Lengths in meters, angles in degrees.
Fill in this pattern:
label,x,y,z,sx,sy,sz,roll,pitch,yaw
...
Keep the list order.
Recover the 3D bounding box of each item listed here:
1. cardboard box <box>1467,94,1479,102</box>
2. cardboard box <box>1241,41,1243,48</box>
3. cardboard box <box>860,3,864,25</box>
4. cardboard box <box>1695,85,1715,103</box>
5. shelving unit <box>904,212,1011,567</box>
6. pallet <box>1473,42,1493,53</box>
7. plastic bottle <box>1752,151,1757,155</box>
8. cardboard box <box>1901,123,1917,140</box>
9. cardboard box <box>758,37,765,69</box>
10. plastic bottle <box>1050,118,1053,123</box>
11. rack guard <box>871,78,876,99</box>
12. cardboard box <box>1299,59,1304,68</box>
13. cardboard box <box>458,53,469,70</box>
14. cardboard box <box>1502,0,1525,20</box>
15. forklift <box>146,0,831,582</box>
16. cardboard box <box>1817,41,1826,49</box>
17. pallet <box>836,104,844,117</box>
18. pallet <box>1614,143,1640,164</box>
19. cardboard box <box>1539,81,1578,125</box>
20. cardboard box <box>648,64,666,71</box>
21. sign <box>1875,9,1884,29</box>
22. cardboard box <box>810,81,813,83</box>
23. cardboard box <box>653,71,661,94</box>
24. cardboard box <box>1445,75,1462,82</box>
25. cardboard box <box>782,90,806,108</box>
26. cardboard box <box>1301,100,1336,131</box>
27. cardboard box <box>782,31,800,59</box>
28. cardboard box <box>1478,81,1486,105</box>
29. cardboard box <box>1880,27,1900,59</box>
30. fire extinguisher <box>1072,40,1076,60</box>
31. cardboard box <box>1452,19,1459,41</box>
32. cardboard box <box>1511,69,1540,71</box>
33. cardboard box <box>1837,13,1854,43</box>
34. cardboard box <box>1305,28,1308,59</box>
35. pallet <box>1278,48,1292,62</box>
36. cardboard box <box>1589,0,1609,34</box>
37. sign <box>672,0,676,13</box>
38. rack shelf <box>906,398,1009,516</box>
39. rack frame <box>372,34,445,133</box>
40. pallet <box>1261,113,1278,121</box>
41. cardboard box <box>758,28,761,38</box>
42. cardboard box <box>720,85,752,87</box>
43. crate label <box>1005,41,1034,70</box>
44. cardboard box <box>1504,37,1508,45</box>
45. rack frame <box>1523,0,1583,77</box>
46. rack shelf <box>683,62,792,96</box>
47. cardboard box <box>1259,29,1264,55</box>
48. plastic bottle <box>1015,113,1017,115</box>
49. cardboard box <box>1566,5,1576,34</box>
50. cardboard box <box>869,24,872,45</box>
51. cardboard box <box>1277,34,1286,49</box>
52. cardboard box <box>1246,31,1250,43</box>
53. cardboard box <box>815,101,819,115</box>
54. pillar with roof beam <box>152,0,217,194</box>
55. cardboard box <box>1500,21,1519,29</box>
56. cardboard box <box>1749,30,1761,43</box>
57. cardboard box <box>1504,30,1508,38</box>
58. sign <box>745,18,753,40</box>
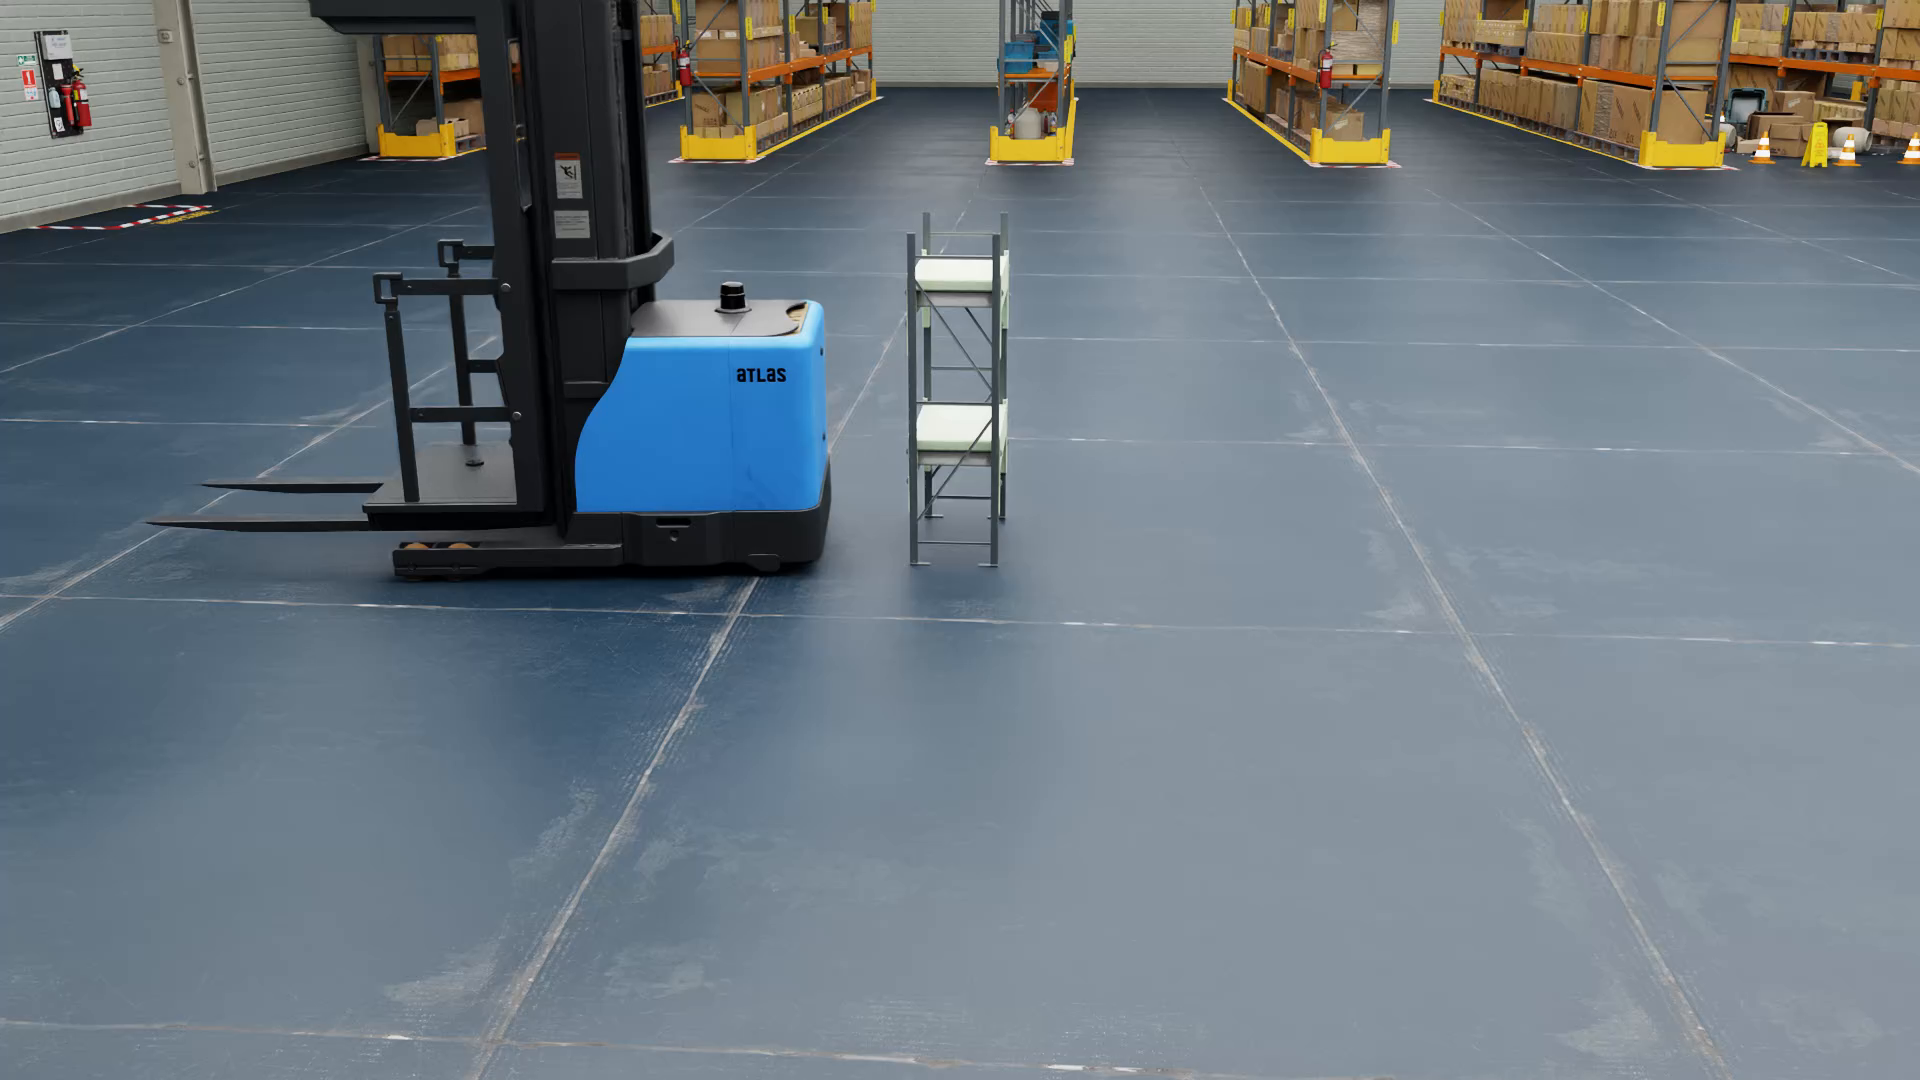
label,x,y,z,sx,sy,sz,roll,pitch,yaw
cardboard box,11.535,-9.853,37.079,0.380,0.149,0.250,2,18,5
cardboard box,6.713,-11.481,38.549,0.380,0.149,0.250,2,18,5
cardboard box,-2.550,-12.386,39.139,0.500,0.500,0.500,2,18,6
cardboard box,16.943,-9.974,36.985,0.875,0.438,0.875,1,18,3
shelving unit,0.000,-0.711,7.683,0.431,1.500,0.755,1,18,4
pallet,11.647,-10.553,35.621,1.003,0.211,1.213,1,18,4
plastic bottle,12.975,-6.283,27.000,0.133,0.061,0.283,-5,19,-15
cardboard box,15.844,-6.700,27.293,0.500,0.250,0.500,1,18,3
cardboard box,-3.680,-8.189,27.937,0.700,0.500,0.500,2,18,6
plastic bottle,1.572,-6.979,28.081,0.097,0.271,0.097,0,18,0
rack guard,-2.693,-11.274,41.526,1.175,0.500,0.348,1,18,4
cardboard box,5.929,-8.046,28.065,0.380,0.149,0.250,1,18,4
cardboard box,-8.401,-7.870,27.332,0.500,0.250,0.500,1,18,2
cardboard box,12.122,-11.677,36.499,0.500,0.500,0.500,2,18,5
forklift,-2.146,-1.376,7.415,3.031,2.935,1.130,0,18,-1
cardboard box,16.197,-9.208,30.936,0.380,0.149,0.250,2,18,7
pallet,-3.079,-9.284,35.919,1.003,0.211,1.213,1,18,4
pallet,10.966,-6.076,26.129,1.003,0.211,1.213,1,18,4
cardboard box,11.301,-8.019,30.516,1.050,0.750,0.750,1,18,4
cardboard box,-7.424,-11.572,40.719,0.380,0.149,0.250,2,18,5
sign,15.664,-8.876,28.335,0.100,0.325,0.005,1,18,4
cardboard box,-3.390,-9.478,35.340,0.500,0.500,0.500,1,18,2
cardboard box,-7.650,-11.075,40.245,0.700,0.500,0.500,1,18,2
cardboard box,11.711,-10.929,39.409,0.380,0.149,0.250,1,18,4
cardboard box,-3.192,-8.357,31.450,0.500,0.311,0.500,1,18,2
cardboard box,6.265,-7.424,29.104,0.500,0.500,0.500,1,18,2
cardboard box,-3.365,-9.527,32.019,0.500,0.500,0.500,0,18,1
cardboard box,11.529,-9.667,35.947,0.500,0.500,0.500,2,18,6
cardboard box,15.908,-8.373,28.021,0.500,0.500,0.500,1,18,4
fire extinguisher,2.717,-12.196,41.050,0.296,0.674,0.183,1,18,4
cardboard box,11.765,-11.858,38.656,0.500,0.500,0.500,2,18,5
cardboard box,11.995,-9.850,35.303,0.500,0.250,0.500,2,18,7
cardboard box,16.099,-9.166,29.766,0.500,0.500,0.500,2,18,6
cardboard box,6.233,-8.274,27.720,0.875,0.500,0.500,1,18,4
pallet,6.519,-9.071,31.098,1.003,0.211,1.213,1,18,4
cardboard box,11.212,-8.864,28.184,0.875,0.550,0.550,1,18,4
sign,-7.088,-13.241,41.275,0.100,0.325,0.005,1,18,4
rack shelf,0.000,-0.401,7.785,0.431,0.370,0.720,1,18,4
rack frame,-8.775,-7.625,26.377,1.000,3.000,0.127,1,18,4
pallet,6.752,-8.696,34.124,1.003,0.211,1.213,1,18,4
cardboard box,-3.501,-8.389,27.505,0.380,0.149,0.250,1,18,3
cardboard box,-3.921,-7.715,29.188,0.500,0.500,0.500,1,18,4
crate label,0.968,-7.999,27.460,0.502,0.435,0.616,1,18,4
cardboard box,11.174,-10.037,33.466,0.380,0.149,0.250,2,18,5
rack frame,11.560,-9.636,32.514,1.000,3.000,0.127,1,18,4
rack shelf,-3.691,-7.795,28.051,1.077,0.370,4.000,1,18,4
cardboard box,6.484,-10.301,34.381,0.500,0.500,0.500,1,18,2
plastic bottle,0.937,-7.371,29.269,0.152,0.276,0.135,2,18,6
cardboard box,11.374,-9.388,29.989,0.700,0.500,0.500,1,18,4
cardboard box,-2.448,-12.388,40.750,0.500,0.500,0.500,2,18,6
cardboard box,6.270,-9.391,31.333,0.500,0.250,0.500,1,18,2
cardboard box,6.677,-11.234,37.152,0.500,0.250,0.500,1,18,3
cardboard box,-3.088,-8.564,32.985,0.500,0.250,0.500,1,18,3
pillar with roof beam,-5.724,-8.753,20.185,9.100,9.000,0.400,1,18,4
cardboard box,11.215,-10.479,33.858,0.380,0.149,0.250,1,18,4
cardboard box,16.335,-10.198,33.667,0.500,0.250,0.500,1,18,2
cardboard box,11.175,-10.186,33.443,0.380,0.149,0.250,2,18,5
sign,-3.281,-7.951,25.853,0.100,0.325,0.005,1,18,4
